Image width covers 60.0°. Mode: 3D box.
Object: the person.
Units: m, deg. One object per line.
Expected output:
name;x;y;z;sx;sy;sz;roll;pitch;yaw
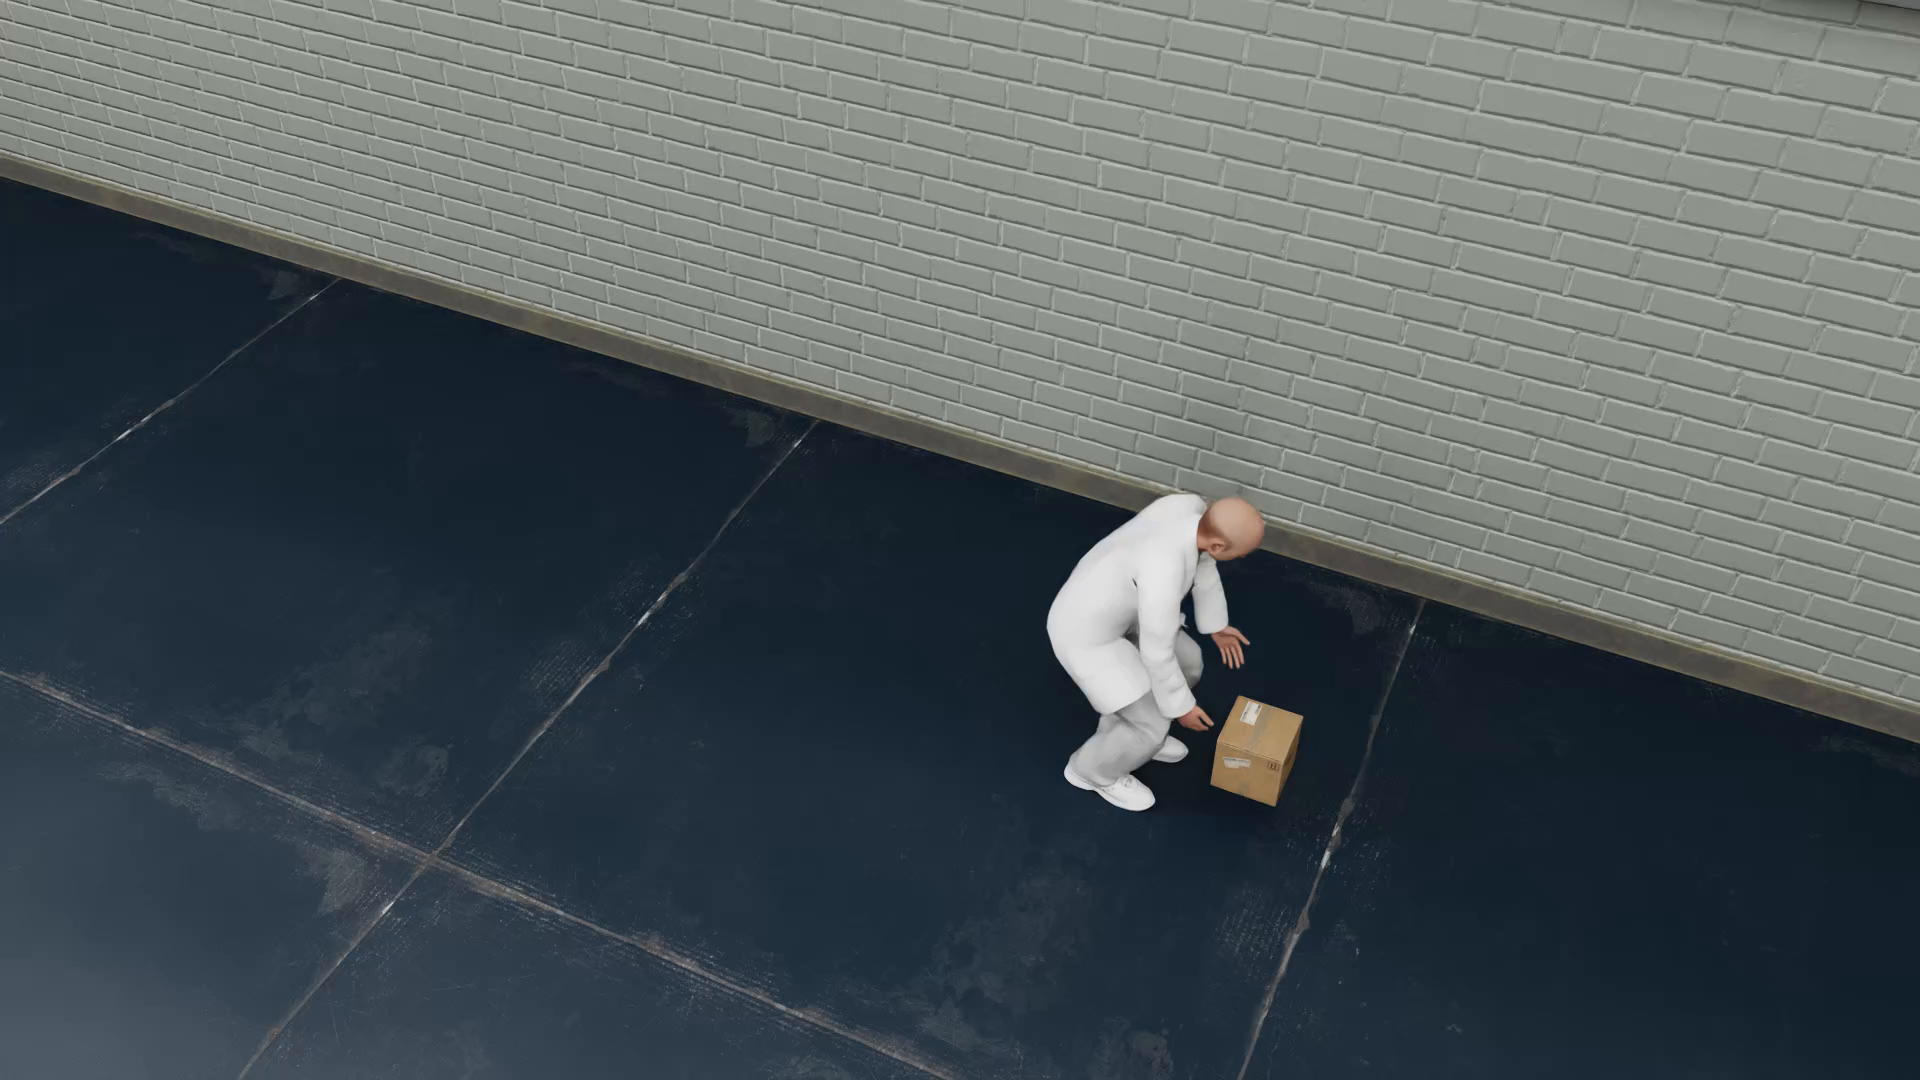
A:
person;0.683;0.344;6.051;0.717;1.425;0.632;17;44;19
